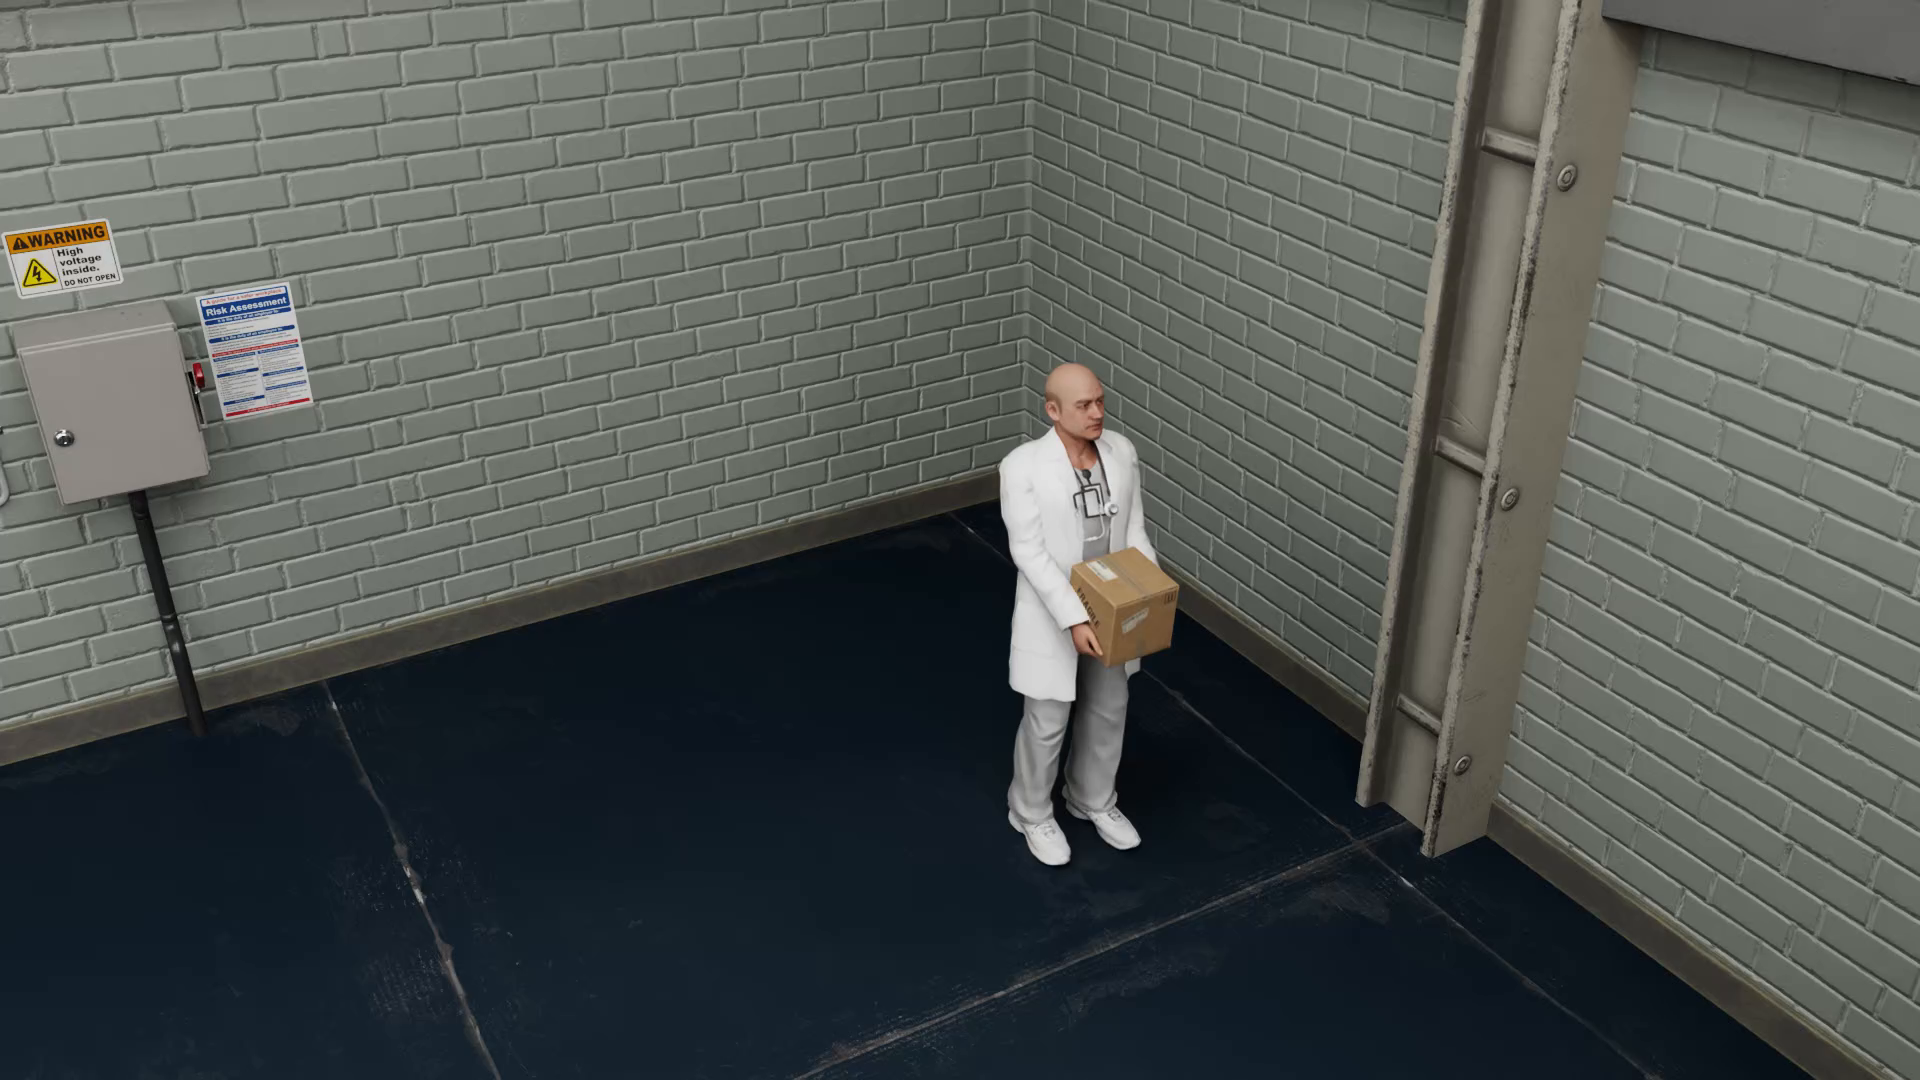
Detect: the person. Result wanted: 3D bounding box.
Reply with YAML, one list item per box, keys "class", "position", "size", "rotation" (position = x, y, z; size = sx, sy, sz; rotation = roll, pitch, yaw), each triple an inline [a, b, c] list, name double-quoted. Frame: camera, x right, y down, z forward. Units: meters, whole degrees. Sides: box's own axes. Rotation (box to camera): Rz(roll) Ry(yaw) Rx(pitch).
- class: "person"
  position: [0.437, 0.293, 5.603]
  size: [0.532, 1.773, 0.554]
  rotation: [-16, 32, -26]
